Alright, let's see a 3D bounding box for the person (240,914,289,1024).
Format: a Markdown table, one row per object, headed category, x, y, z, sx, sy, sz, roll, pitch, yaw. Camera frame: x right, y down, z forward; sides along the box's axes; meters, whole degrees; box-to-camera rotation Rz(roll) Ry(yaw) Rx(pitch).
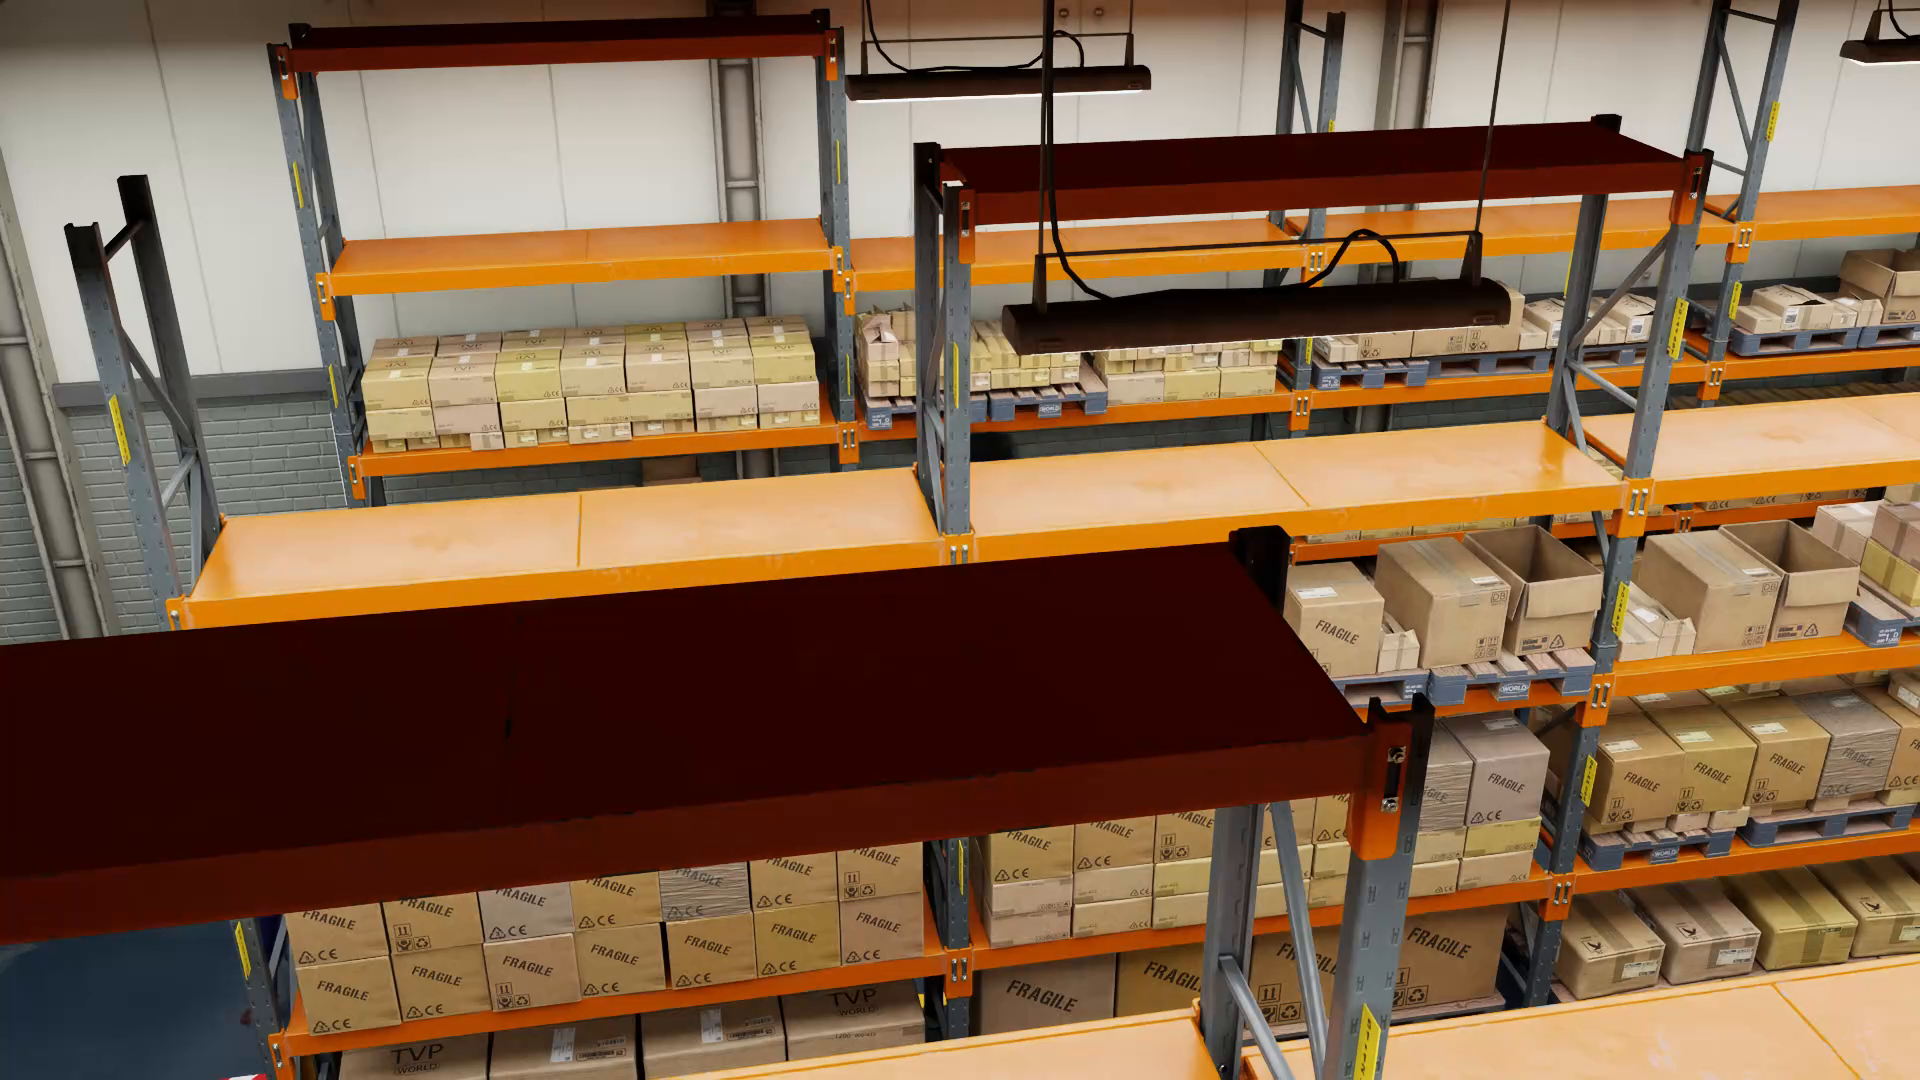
| category | x | y | z | sx | sy | sz | roll | pitch | yaw |
| --- | --- | --- | --- | --- | --- | --- | --- | --- | --- |
| person | -4.531 | 2.542 | 11.212 | 0.832 | 1.677 | 0.615 | -18 | 31 | -32 |
